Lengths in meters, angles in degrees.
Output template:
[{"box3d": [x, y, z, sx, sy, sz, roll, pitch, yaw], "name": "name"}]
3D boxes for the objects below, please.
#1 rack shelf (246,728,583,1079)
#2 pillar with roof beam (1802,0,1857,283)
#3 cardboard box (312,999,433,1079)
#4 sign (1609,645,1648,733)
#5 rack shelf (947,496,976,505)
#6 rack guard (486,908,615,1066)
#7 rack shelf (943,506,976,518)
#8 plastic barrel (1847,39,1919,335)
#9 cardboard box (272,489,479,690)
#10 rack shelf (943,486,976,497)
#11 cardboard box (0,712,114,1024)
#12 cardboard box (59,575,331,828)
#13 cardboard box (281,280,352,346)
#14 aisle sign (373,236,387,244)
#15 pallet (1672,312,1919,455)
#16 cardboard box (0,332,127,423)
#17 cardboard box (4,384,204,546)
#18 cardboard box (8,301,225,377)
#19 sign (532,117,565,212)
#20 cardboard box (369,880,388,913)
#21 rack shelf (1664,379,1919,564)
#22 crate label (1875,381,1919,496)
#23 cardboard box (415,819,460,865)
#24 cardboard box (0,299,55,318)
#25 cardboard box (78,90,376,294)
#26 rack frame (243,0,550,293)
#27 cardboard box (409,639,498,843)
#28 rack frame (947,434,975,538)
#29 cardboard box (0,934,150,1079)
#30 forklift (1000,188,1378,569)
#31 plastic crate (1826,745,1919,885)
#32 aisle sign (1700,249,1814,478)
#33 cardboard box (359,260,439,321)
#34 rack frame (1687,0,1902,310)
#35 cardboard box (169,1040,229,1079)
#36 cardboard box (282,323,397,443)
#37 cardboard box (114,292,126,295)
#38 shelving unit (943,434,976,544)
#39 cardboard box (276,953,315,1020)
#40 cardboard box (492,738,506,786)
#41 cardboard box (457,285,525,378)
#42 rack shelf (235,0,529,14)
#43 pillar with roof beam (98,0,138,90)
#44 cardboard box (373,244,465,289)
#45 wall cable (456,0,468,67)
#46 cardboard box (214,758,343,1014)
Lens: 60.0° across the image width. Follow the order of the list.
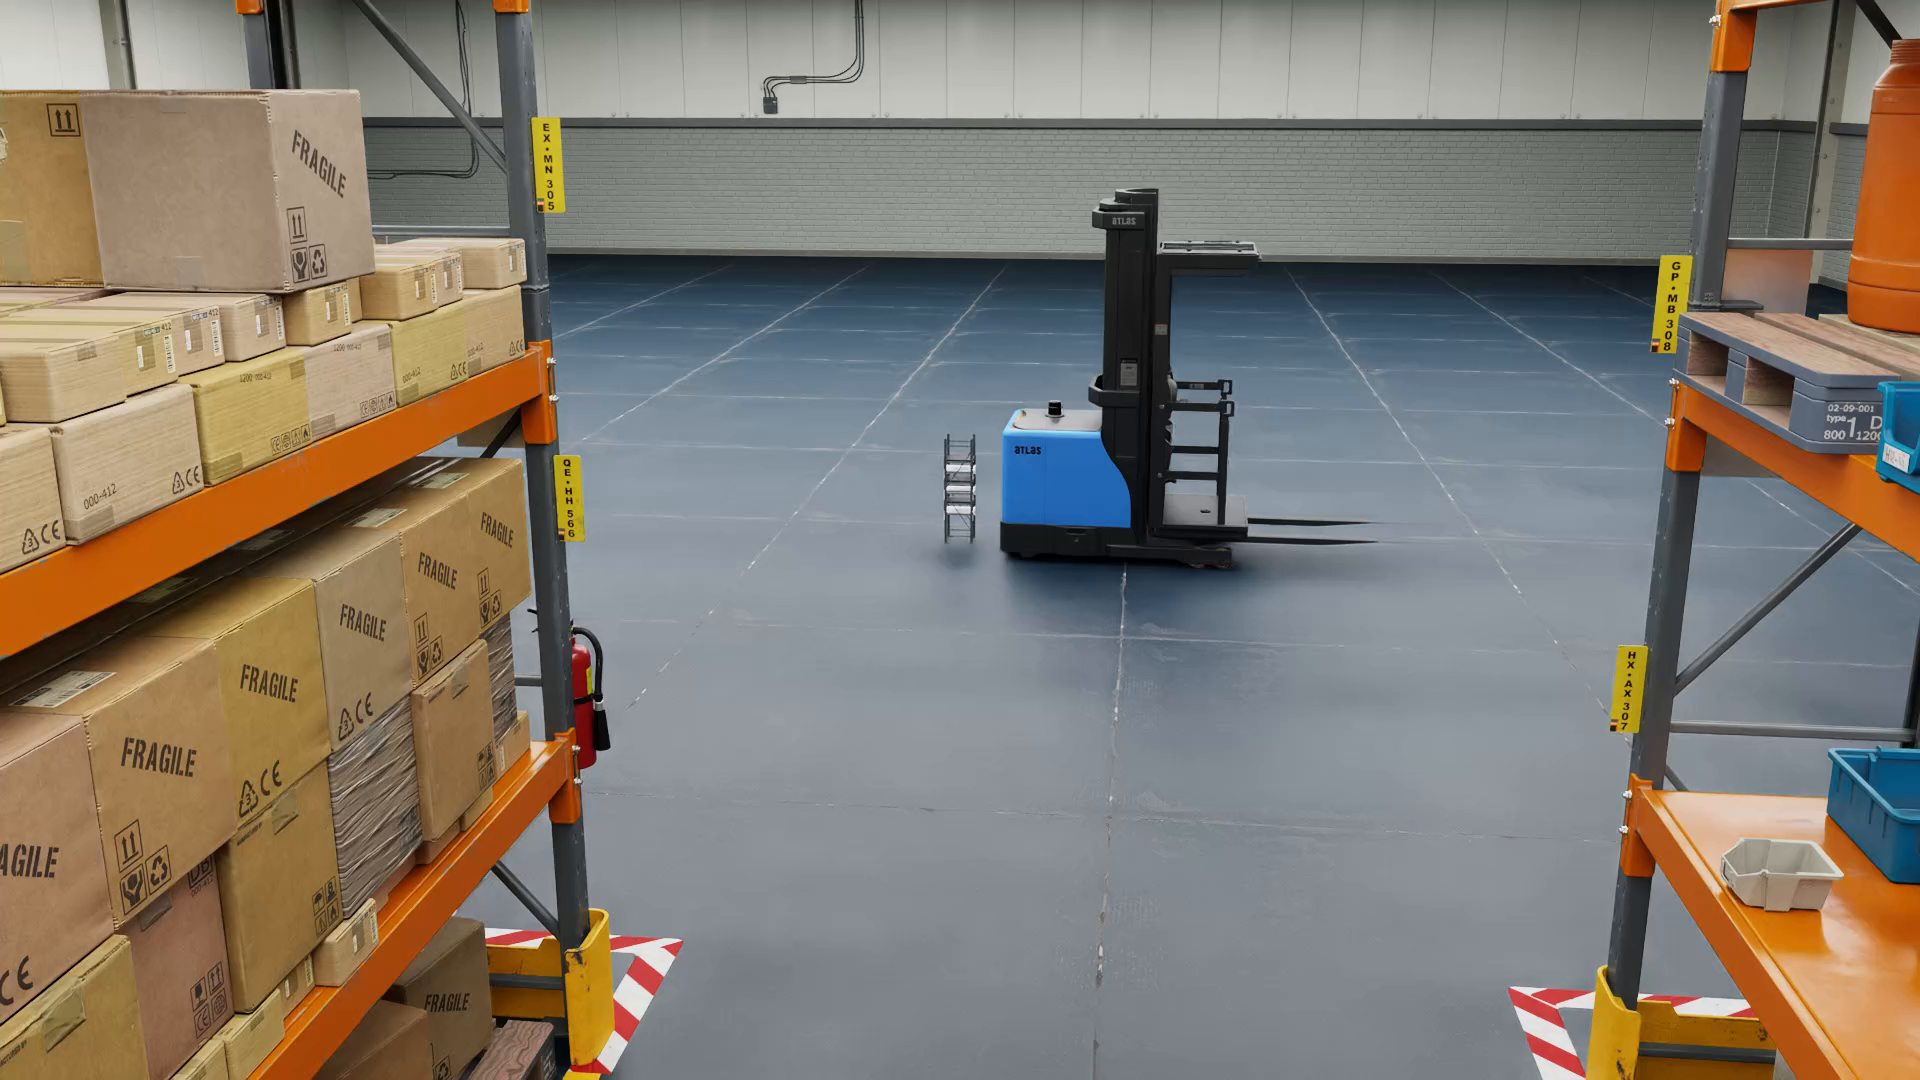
[{"box3d": [-2.221, 1.403, 4.606, 1.077, 0.370, 4.000, 2, 15, 6], "name": "rack shelf"}, {"box3d": [12.658, -9.622, 32.507, 9.100, 9.000, 0.400, 2, 15, 6], "name": "pillar with roof beam"}, {"box3d": [-2.116, 1.858, 5.528, 0.500, 0.500, 0.500, 6, 16, 21], "name": "cardboard box"}, {"box3d": [2.380, 0.532, 5.919, 0.100, 0.325, 0.005, 2, 15, 6], "name": "sign"}, {"box3d": [-0.001, -0.313, 14.069, 0.258, 0.077, 0.200, 2, 15, 6], "name": "rack shelf"}, {"box3d": [-2.004, 1.763, 6.684, 1.175, 0.500, 0.348, 2, 15, 6], "name": "rack guard"}, {"box3d": [-0.001, -0.226, 14.092, 0.258, 0.077, 0.200, 2, 15, 6], "name": "rack shelf"}, {"box3d": [2.997, -1.046, 4.909, 0.600, 0.830, 0.708, 2, 15, 6], "name": "plastic barrel"}, {"box3d": [-1.863, 0.142, 5.214, 0.500, 0.500, 0.500, 2, 15, 6], "name": "cardboard box"}, {"box3d": [-0.001, -0.400, 14.046, 0.258, 0.077, 0.200, 2, 15, 6], "name": "rack shelf"}, {"box3d": [-2.088, 0.661, 3.295, 0.500, 0.500, 0.500, 2, 15, 6], "name": "cardboard box"}, {"box3d": [-1.986, 0.401, 4.256, 0.500, 0.500, 0.500, 2, 15, 6], "name": "cardboard box"}, {"box3d": [-1.871, -0.613, 4.459, 0.380, 0.149, 0.250, 1, 15, 3], "name": "cardboard box"}, {"box3d": [-2.286, -0.743, 6.183, 0.394, 0.787, 0.004, 2, 15, 6], "name": "aisle sign"}, {"box3d": [2.735, -0.463, 4.741, 1.003, 0.211, 1.213, 2, 15, 6], "name": "pallet"}, {"box3d": [-1.988, -0.341, 3.455, 0.380, 0.149, 0.250, 1, 15, 5], "name": "cardboard box"}, {"box3d": [-2.020, -0.177, 3.609, 0.500, 0.250, 0.500, 1, 15, 4], "name": "cardboard box"}, {"box3d": [-1.999, -0.476, 3.954, 0.380, 0.149, 0.250, 2, 15, 8], "name": "cardboard box"}, {"box3d": [-1.446, -1.317, 5.844, 0.100, 0.325, 0.005, 2, 15, 6], "name": "sign"}, {"box3d": [-1.947, 1.063, 4.967, 0.380, 0.149, 0.250, 2, 15, 6], "name": "cardboard box"}, {"box3d": [2.700, 0.101, 3.675, 1.077, 0.370, 4.000, 2, 15, 6], "name": "rack shelf"}, {"box3d": [2.386, -0.218, 3.760, 0.502, 0.251, 0.408, 2, 15, 6], "name": "crate label"}, {"box3d": [-1.872, 0.934, 5.444, 0.380, 0.149, 0.250, 2, 15, 6], "name": "cardboard box"}, {"box3d": [-2.435, -0.496, 4.027, 0.380, 0.149, 0.250, 1, 15, 4], "name": "cardboard box"}, {"box3d": [-1.919, -0.935, 4.408, 0.500, 0.500, 0.500, 2, 15, 6], "name": "cardboard box"}, {"box3d": [-1.995, -2.359, 5.648, 1.000, 3.000, 0.127, 2, 15, 6], "name": "rack frame"}, {"box3d": [-2.022, 0.620, 5.362, 0.875, 0.500, 0.500, 2, 15, 6], "name": "cardboard box"}, {"box3d": [0.011, -0.459, 14.134, 0.240, 0.900, 0.006, 2, 15, 6], "name": "rack frame"}, {"box3d": [-2.243, 1.139, 3.443, 0.875, 0.500, 0.500, 2, 15, 6], "name": "cardboard box"}, {"box3d": [1.887, -1.331, 13.469, 3.031, 2.935, 1.130, 2, 15, 8], "name": "forklift"}, {"box3d": [3.167, 0.893, 5.398, 0.499, 0.251, 0.616, 2, 15, 6], "name": "plastic crate"}, {"box3d": [2.643, -0.600, 5.653, 0.394, 0.787, 0.004, 2, 15, 6], "name": "aisle sign"}, {"box3d": [-1.789, -0.746, 4.952, 0.380, 0.149, 0.250, 2, 15, 7], "name": "cardboard box"}, {"box3d": [2.926, -2.213, 5.108, 1.000, 3.000, 0.127, 2, 15, 6], "name": "rack frame"}, {"box3d": [-2.007, 1.324, 4.002, 0.380, 0.149, 0.250, 2, 15, 6], "name": "cardboard box"}, {"box3d": [-1.917, -0.444, 4.599, 0.500, 0.250, 0.500, 2, 15, 7], "name": "cardboard box"}, {"box3d": [-2.437, -0.630, 4.524, 0.380, 0.149, 0.250, 1, 15, 4], "name": "cardboard box"}, {"box3d": [-0.001, -0.432, 14.037, 0.258, 0.900, 0.210, 2, 15, 6], "name": "shelving unit"}, {"box3d": [-1.984, 1.193, 4.485, 0.380, 0.149, 0.250, 2, 15, 6], "name": "cardboard box"}, {"box3d": [-1.851, 0.803, 5.928, 0.380, 0.149, 0.250, 2, 15, 6], "name": "cardboard box"}, {"box3d": [-1.797, -0.706, 5.569, 0.500, 0.250, 0.500, 2, 15, 8], "name": "cardboard box"}, {"box3d": [-2.221, -1.492, 3.824, 1.077, 0.370, 4.000, 2, 15, 6], "name": "rack shelf"}, {"box3d": [-10.763, -8.740, 29.246, 9.100, 9.000, 0.400, 2, 15, 6], "name": "pillar with roof beam"}, {"box3d": [-1.863, -0.886, 5.469, 0.380, 0.149, 0.250, 1, 15, 4], "name": "cardboard box"}, {"box3d": [-10.029, -12.008, 37.603, 3.097, 2.526, 0.112, 2, 15, 6], "name": "wall cable"}, {"box3d": [-2.189, 0.878, 4.408, 0.875, 0.500, 0.500, 2, 15, 6], "name": "cardboard box"}]
